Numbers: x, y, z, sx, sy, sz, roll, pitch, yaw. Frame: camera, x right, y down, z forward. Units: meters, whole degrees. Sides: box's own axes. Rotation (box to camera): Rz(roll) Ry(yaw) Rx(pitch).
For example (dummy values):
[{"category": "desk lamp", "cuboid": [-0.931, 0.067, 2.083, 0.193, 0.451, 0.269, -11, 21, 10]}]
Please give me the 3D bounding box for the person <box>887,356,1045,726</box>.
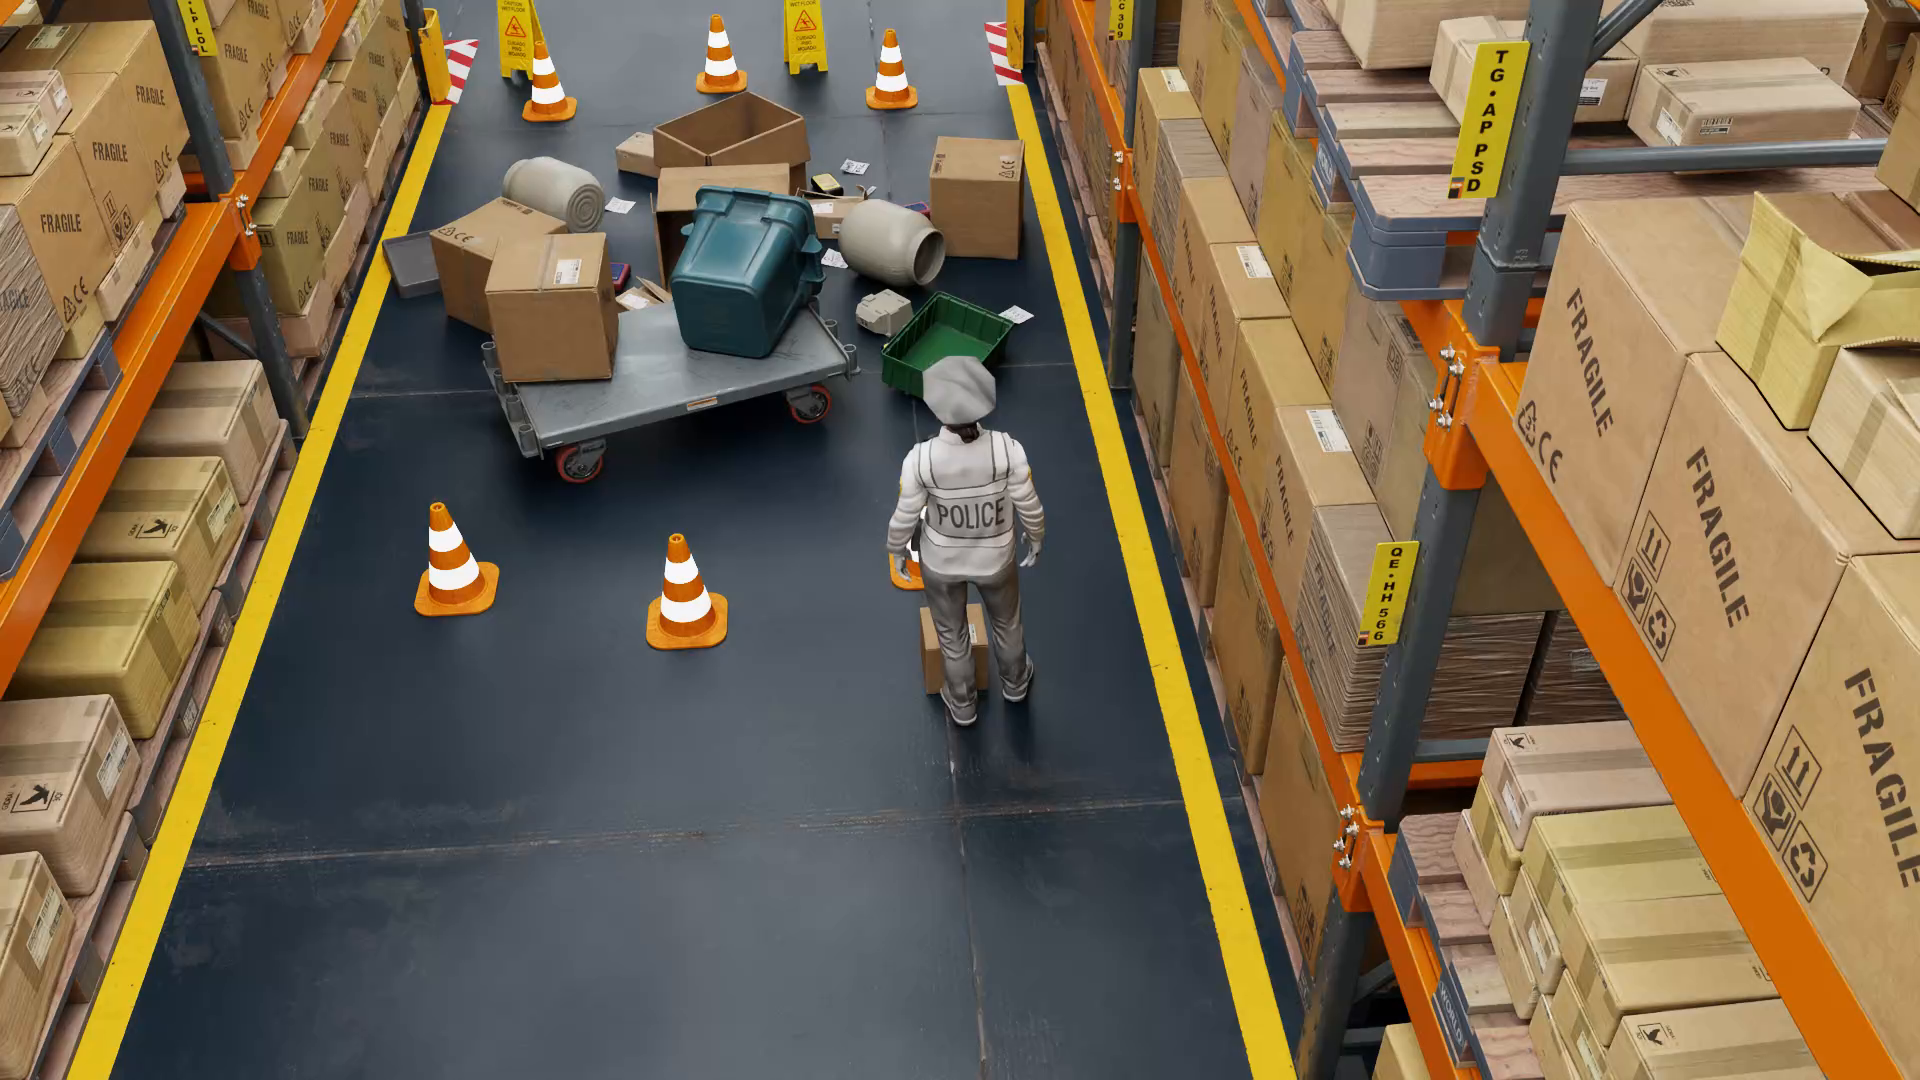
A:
[{"category": "person", "cuboid": [0.022, 0.003, 6.110, 0.586, 1.694, 0.530, -3, 39, -4]}]
